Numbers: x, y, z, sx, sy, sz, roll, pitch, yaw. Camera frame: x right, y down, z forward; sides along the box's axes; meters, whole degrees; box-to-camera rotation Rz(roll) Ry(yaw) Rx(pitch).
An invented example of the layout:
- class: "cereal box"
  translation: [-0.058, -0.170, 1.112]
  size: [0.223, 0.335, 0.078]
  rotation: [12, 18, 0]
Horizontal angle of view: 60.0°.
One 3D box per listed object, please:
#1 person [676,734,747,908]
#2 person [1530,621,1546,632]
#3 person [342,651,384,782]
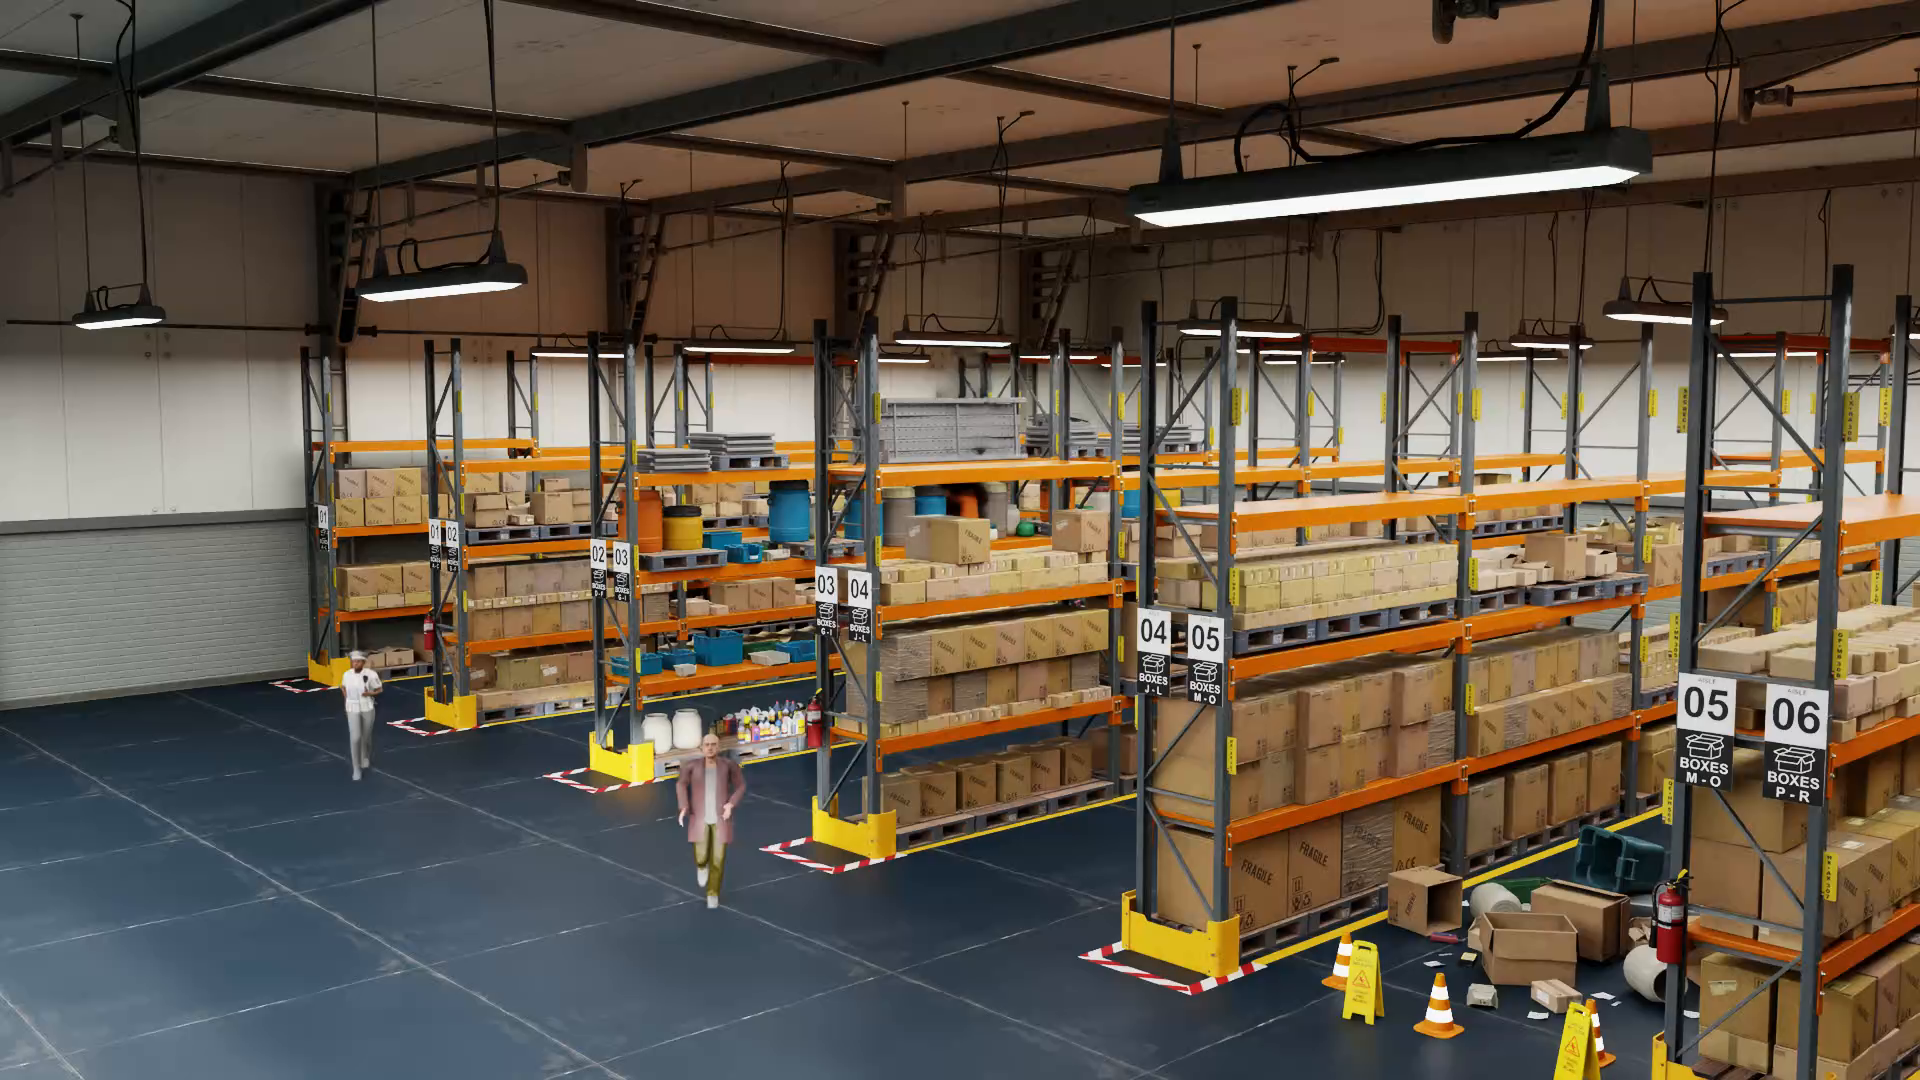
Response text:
- class: "person"
  translation: [-2.525, 2.827, 16.880]
  size: [0.720, 1.739, 0.641]
  rotation: [-1, 5, -7]
- class: "person"
  translation: [8.954, 2.052, 25.772]
  size: [0.640, 1.738, 0.669]
  rotation: [4, 7, 41]
- class: "person"
  translation: [-8.093, 2.344, 22.550]
  size: [0.556, 1.745, 0.828]
  rotation: [-1, 5, -15]
